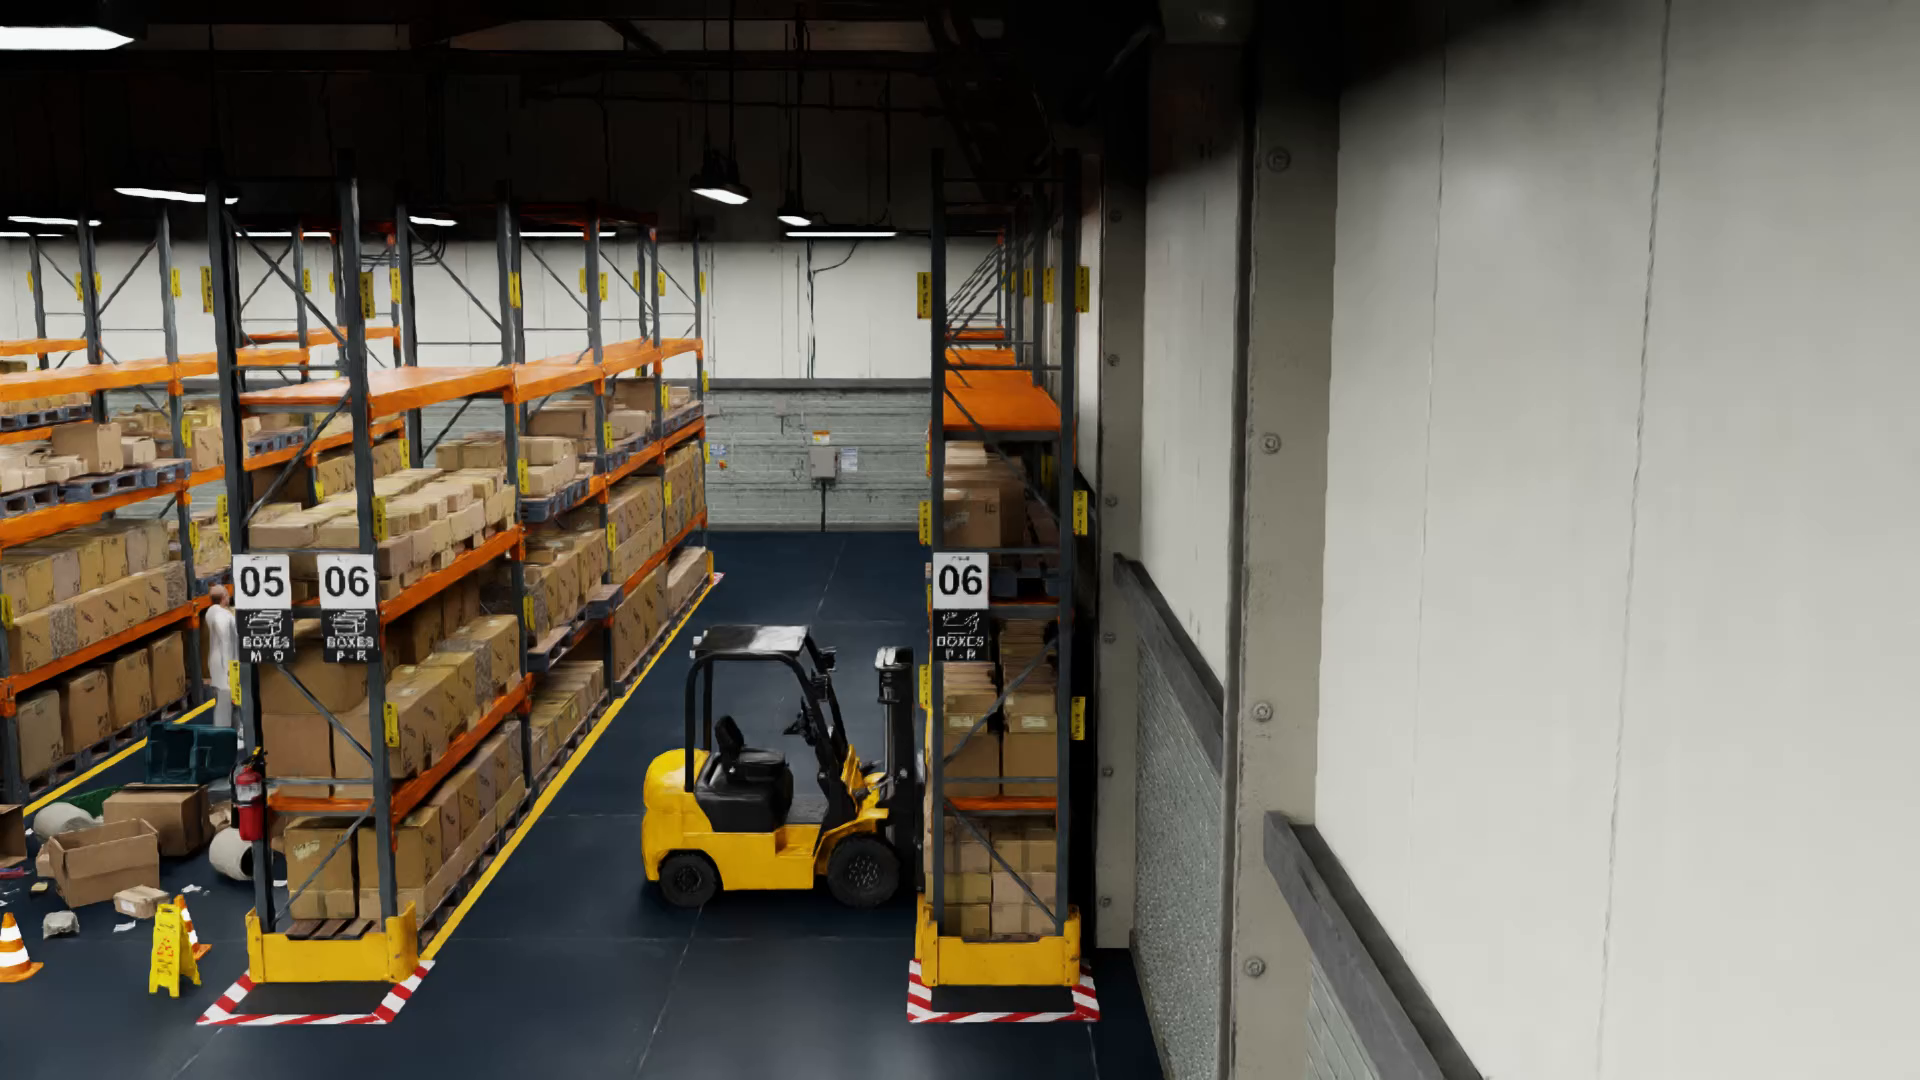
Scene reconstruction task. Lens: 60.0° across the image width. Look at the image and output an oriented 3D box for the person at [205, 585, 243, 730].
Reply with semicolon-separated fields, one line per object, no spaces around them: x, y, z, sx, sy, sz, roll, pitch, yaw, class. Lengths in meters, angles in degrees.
-8.068;1.330;18.220;0.377;1.701;0.638;-6;11;-31;person
